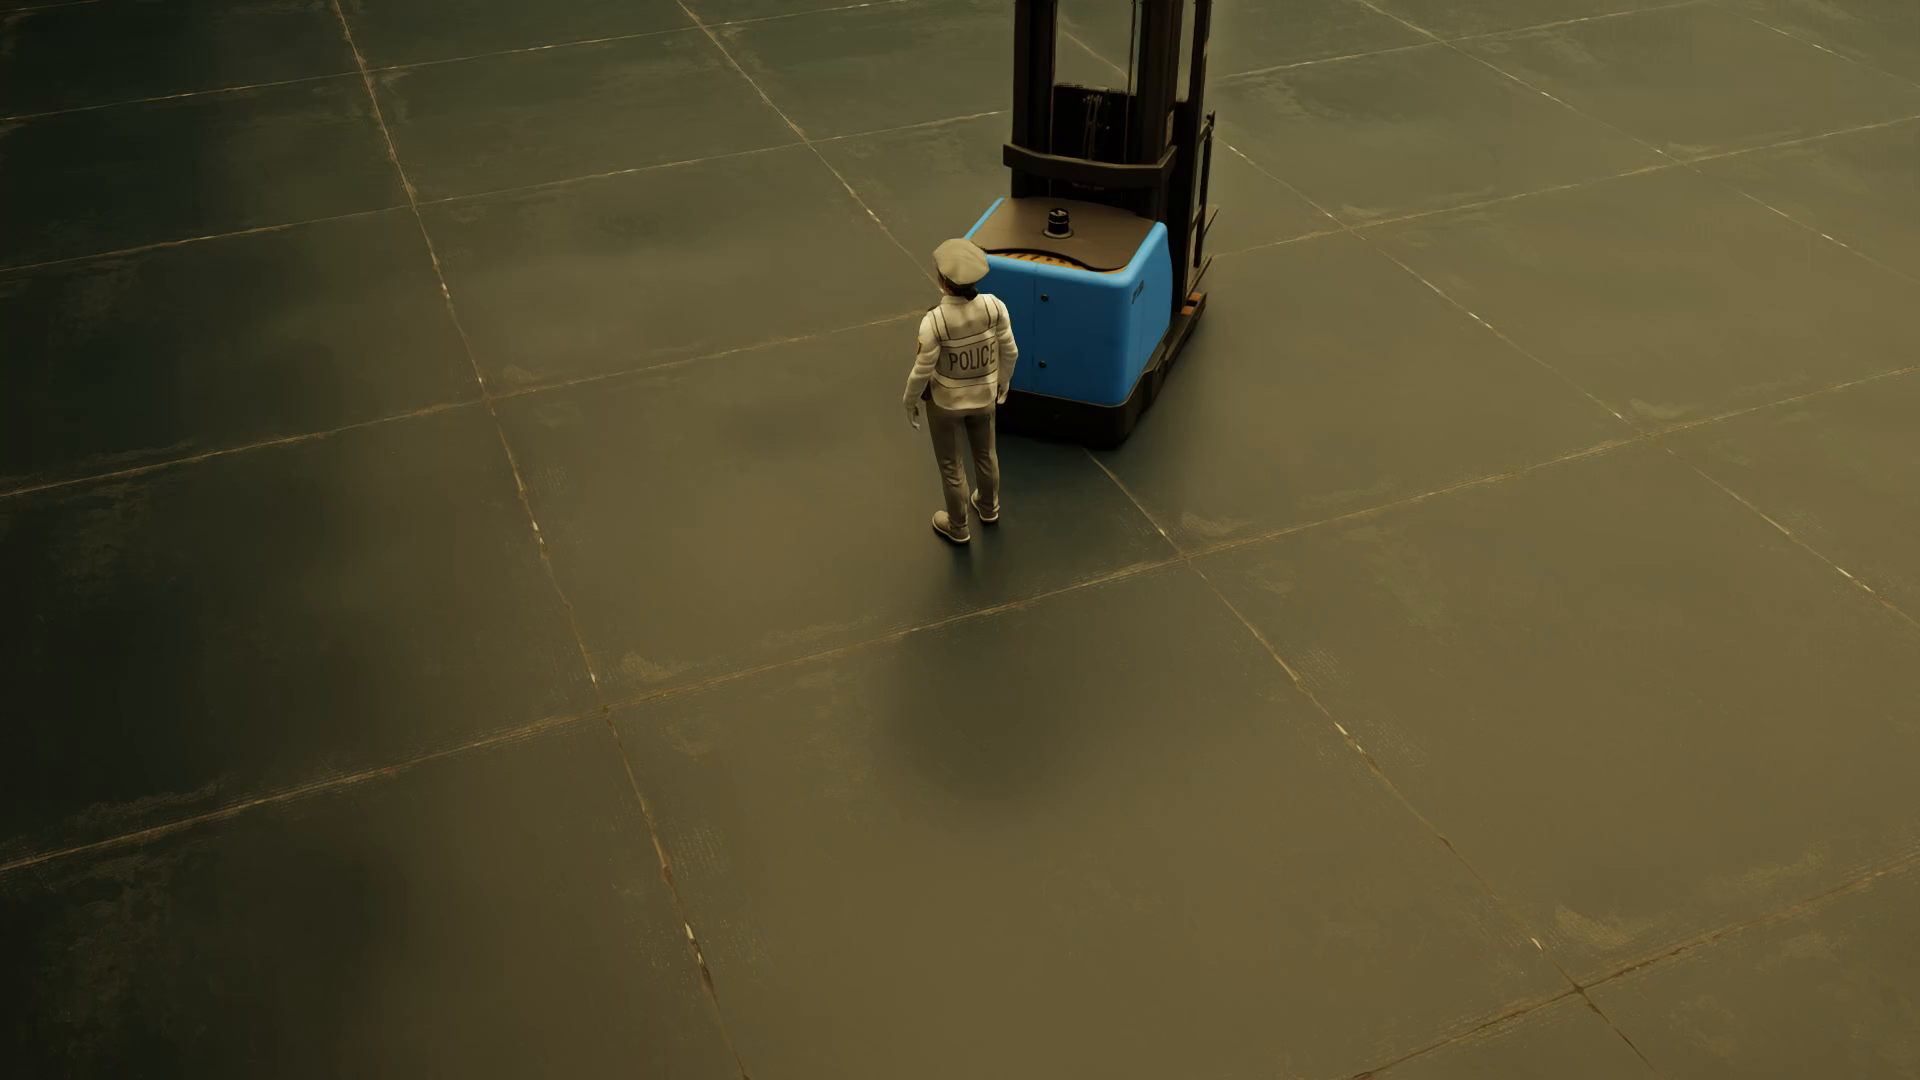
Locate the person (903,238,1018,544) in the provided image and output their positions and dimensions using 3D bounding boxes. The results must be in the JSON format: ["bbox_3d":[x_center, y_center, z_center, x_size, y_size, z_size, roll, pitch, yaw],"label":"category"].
[{"bbox_3d":[-0.020,-0.734,8.186,0.586,1.694,0.531,-14,38,-19],"label":"person"}]

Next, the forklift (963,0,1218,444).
[{"bbox_3d":[0.931,-2.578,9.724,1.130,2.935,3.031,12,37,17],"label":"forklift"}]
